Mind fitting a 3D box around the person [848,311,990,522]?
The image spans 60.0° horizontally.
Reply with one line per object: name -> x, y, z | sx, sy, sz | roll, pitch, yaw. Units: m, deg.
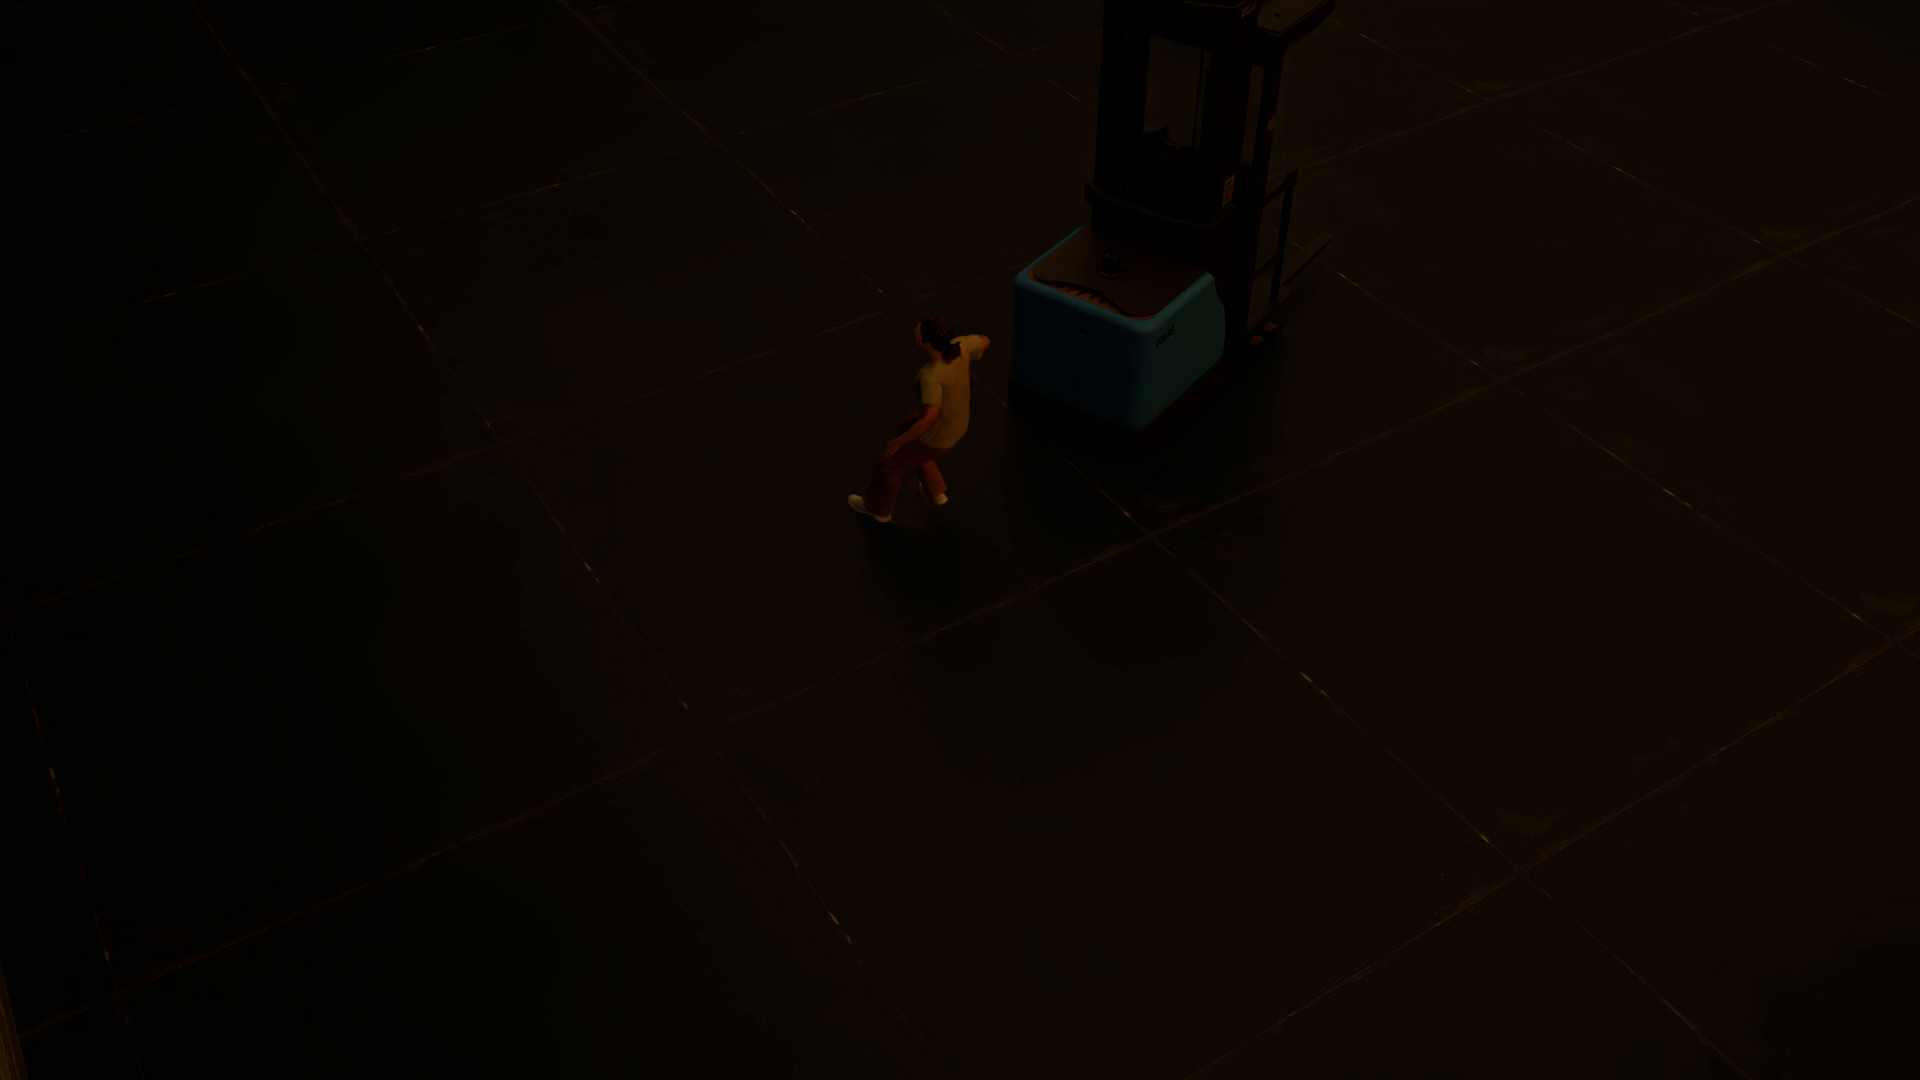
person -> -0.304, -0.715, 9.670 | 0.802, 1.564, 0.902 | 22, 46, 24

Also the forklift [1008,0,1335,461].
forklift -> 1.599, -2.529, 10.765 | 1.130, 2.935, 3.031 | 26, 47, 27
